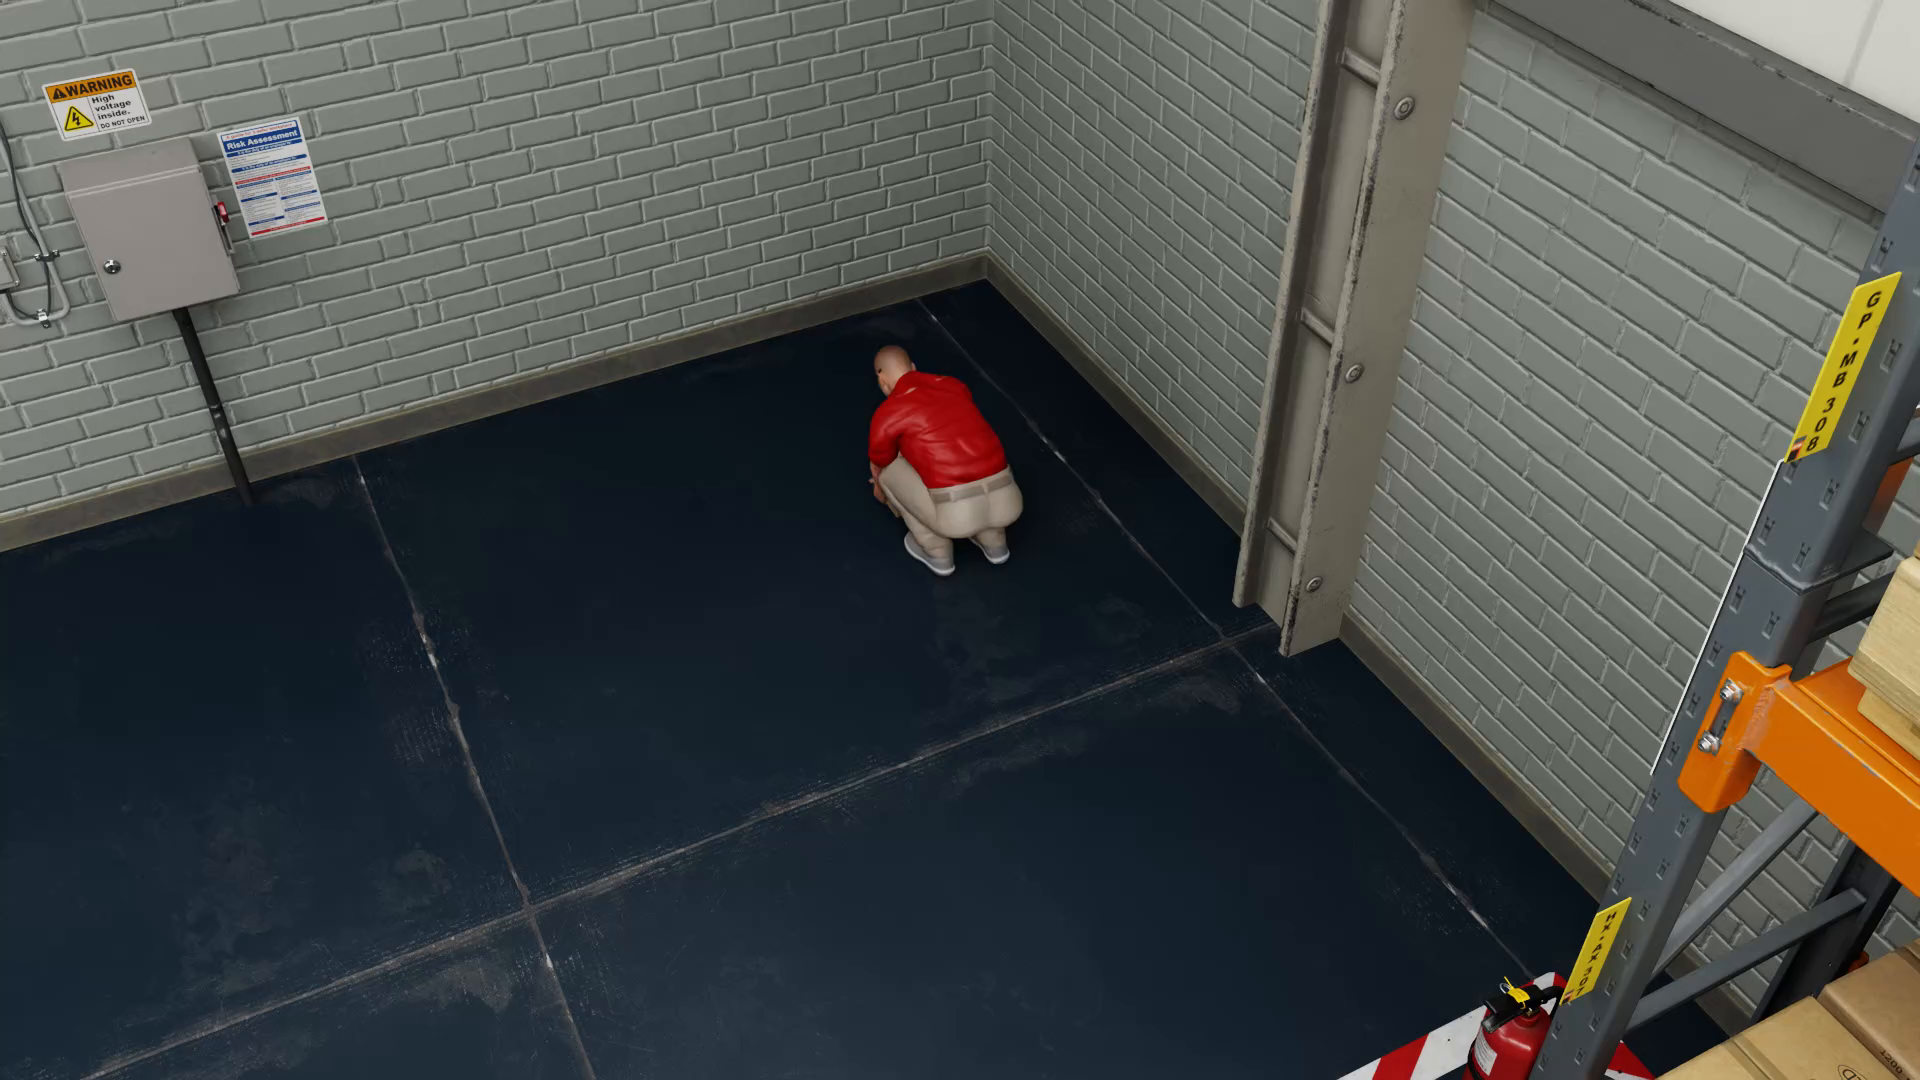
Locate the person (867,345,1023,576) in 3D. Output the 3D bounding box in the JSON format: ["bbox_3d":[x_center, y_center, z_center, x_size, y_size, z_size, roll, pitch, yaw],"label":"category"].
[{"bbox_3d":[-0.084,-0.321,7.248,0.552,0.859,0.864,-19,44,-20],"label":"person"}]
